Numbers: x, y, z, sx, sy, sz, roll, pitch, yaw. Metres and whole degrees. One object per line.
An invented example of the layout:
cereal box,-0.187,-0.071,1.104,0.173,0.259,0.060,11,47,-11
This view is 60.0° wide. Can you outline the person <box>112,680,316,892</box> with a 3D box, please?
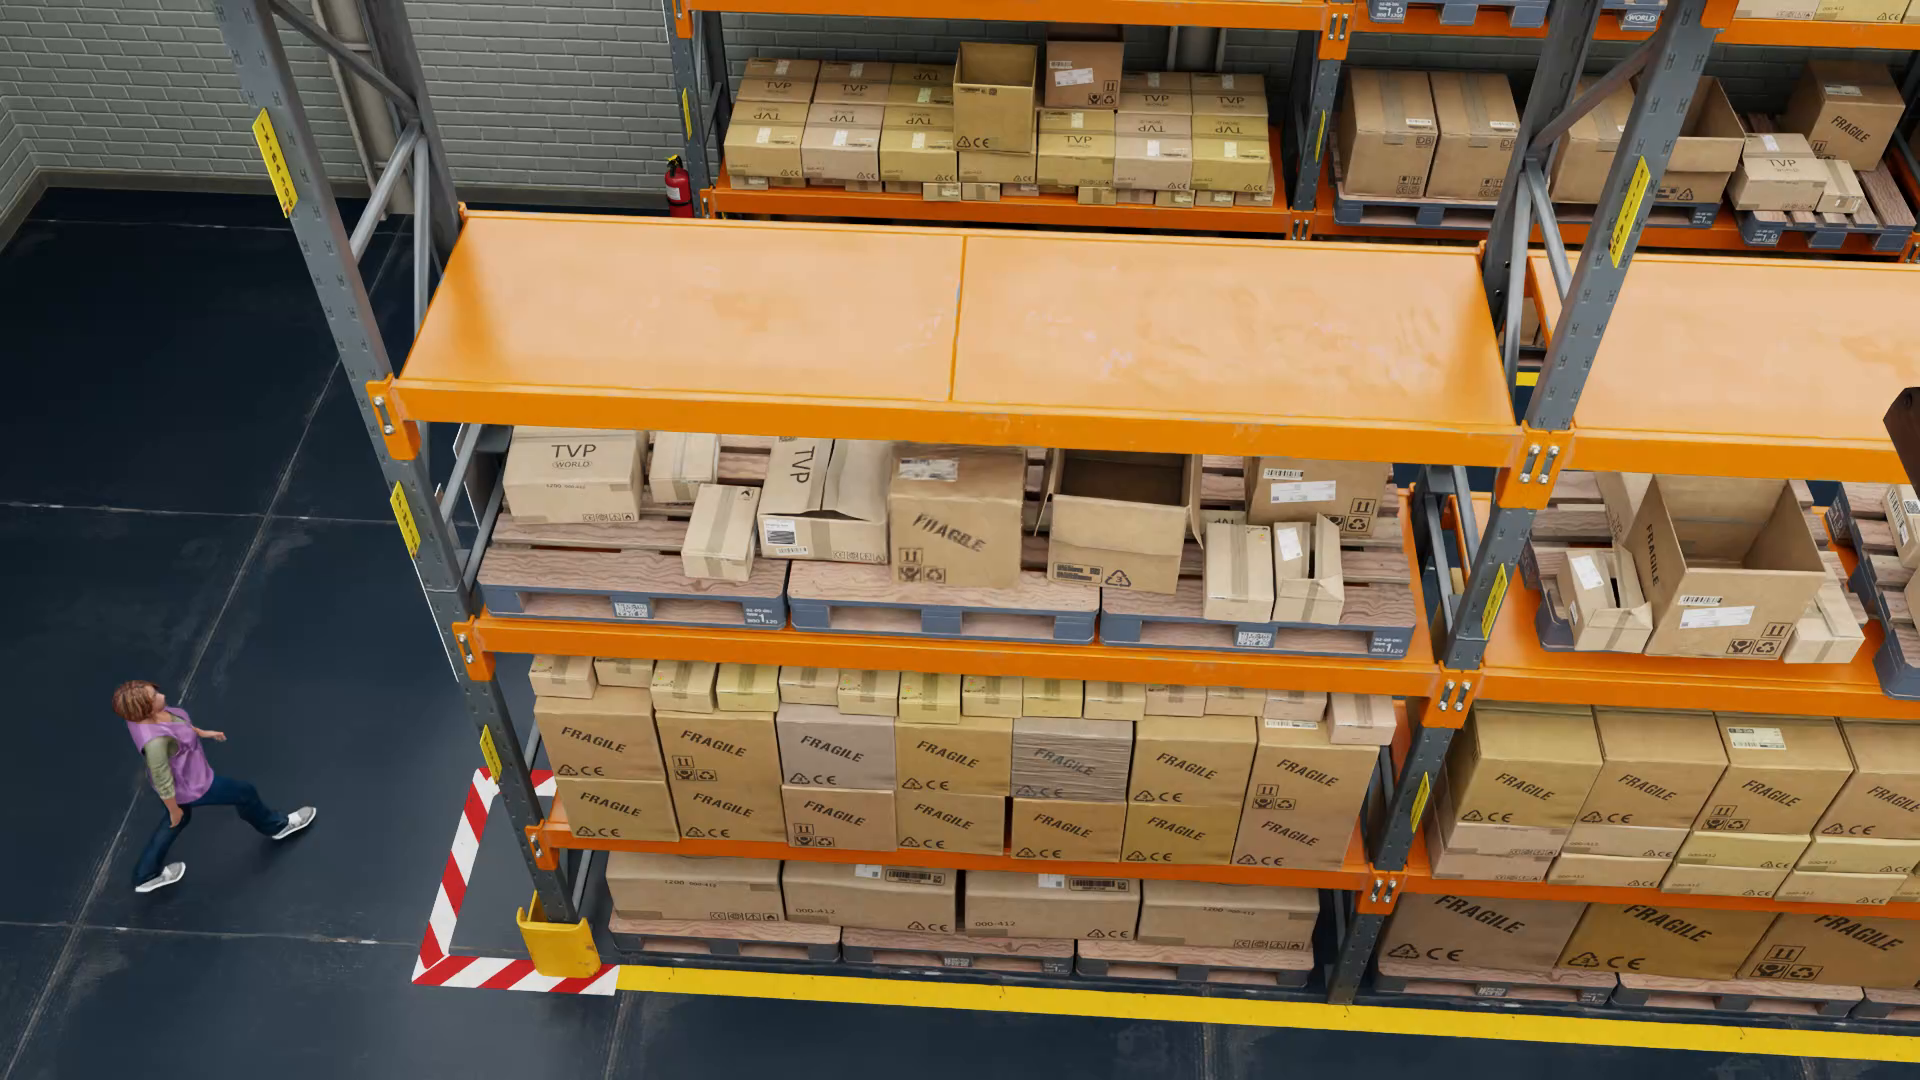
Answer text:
person,-4.011,1.213,8.579,0.963,1.540,0.423,-34,56,-27
